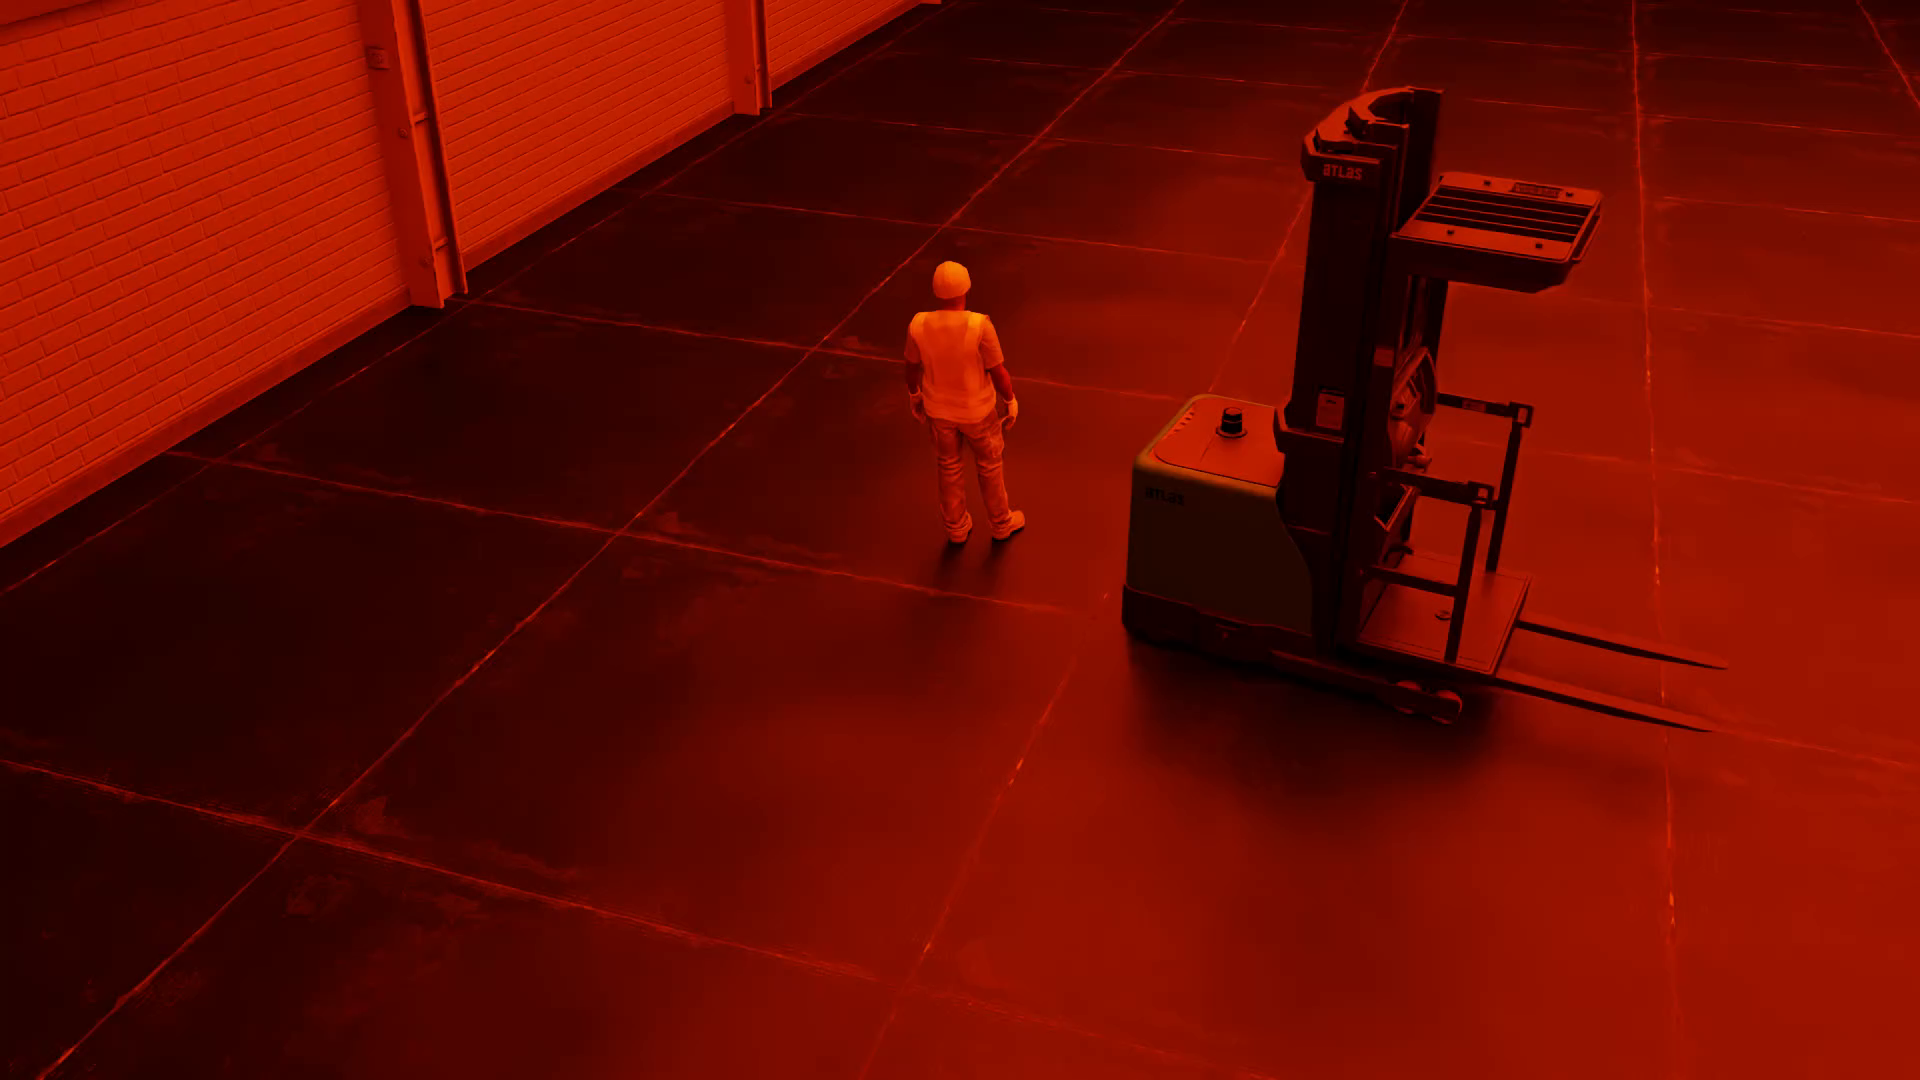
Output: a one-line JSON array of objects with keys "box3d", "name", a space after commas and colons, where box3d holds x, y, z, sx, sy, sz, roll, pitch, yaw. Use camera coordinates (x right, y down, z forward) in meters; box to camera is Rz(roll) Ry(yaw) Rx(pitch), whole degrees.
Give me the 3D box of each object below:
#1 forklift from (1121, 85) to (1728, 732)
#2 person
[{"box3d": [2.443, -0.642, 8.262, 3.031, 2.935, 1.130, 14, 33, 23], "name": "forklift"}, {"box3d": [0.031, -0.813, 9.709, 0.656, 1.784, 0.575, 10, 31, 16], "name": "person"}]
